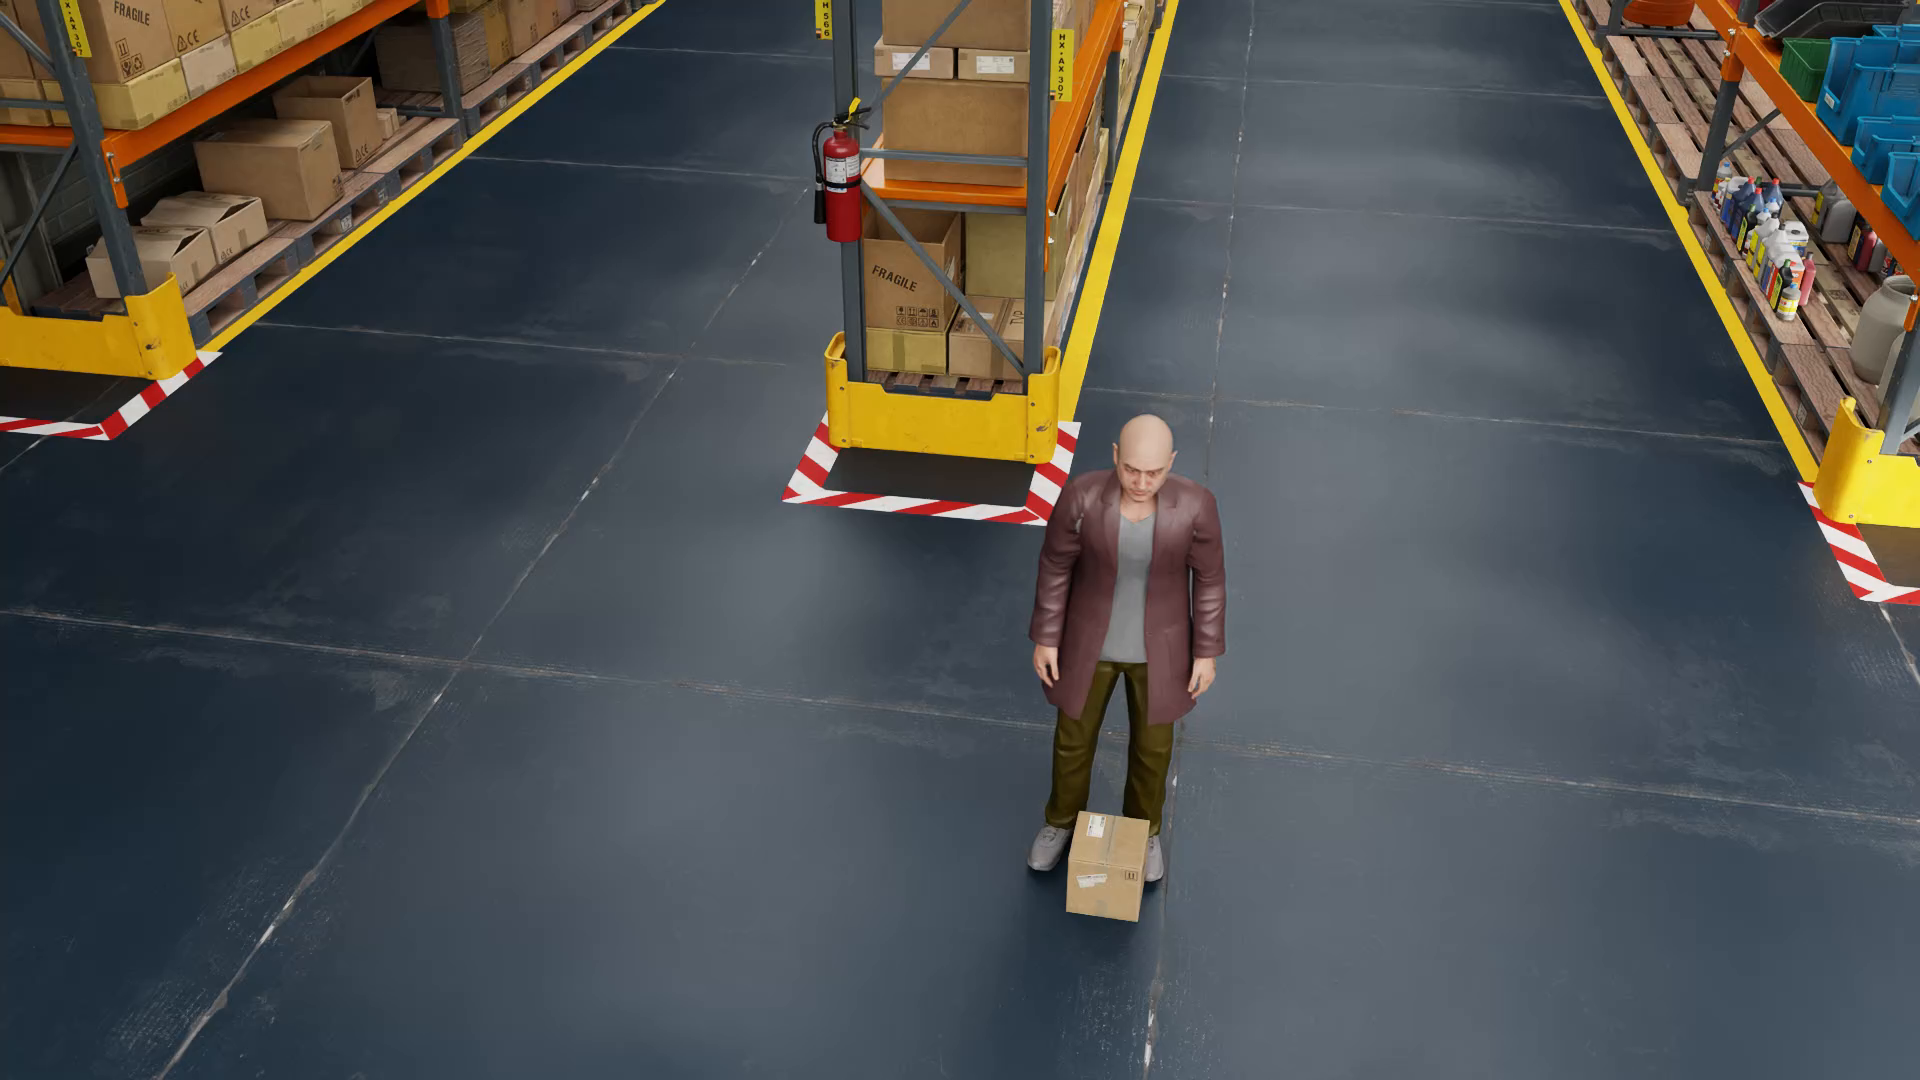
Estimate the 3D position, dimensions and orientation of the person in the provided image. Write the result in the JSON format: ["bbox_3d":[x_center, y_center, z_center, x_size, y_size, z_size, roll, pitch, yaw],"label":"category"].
[{"bbox_3d":[0.557,0.356,5.580,0.656,1.774,0.416,4,32,7],"label":"person"}]
